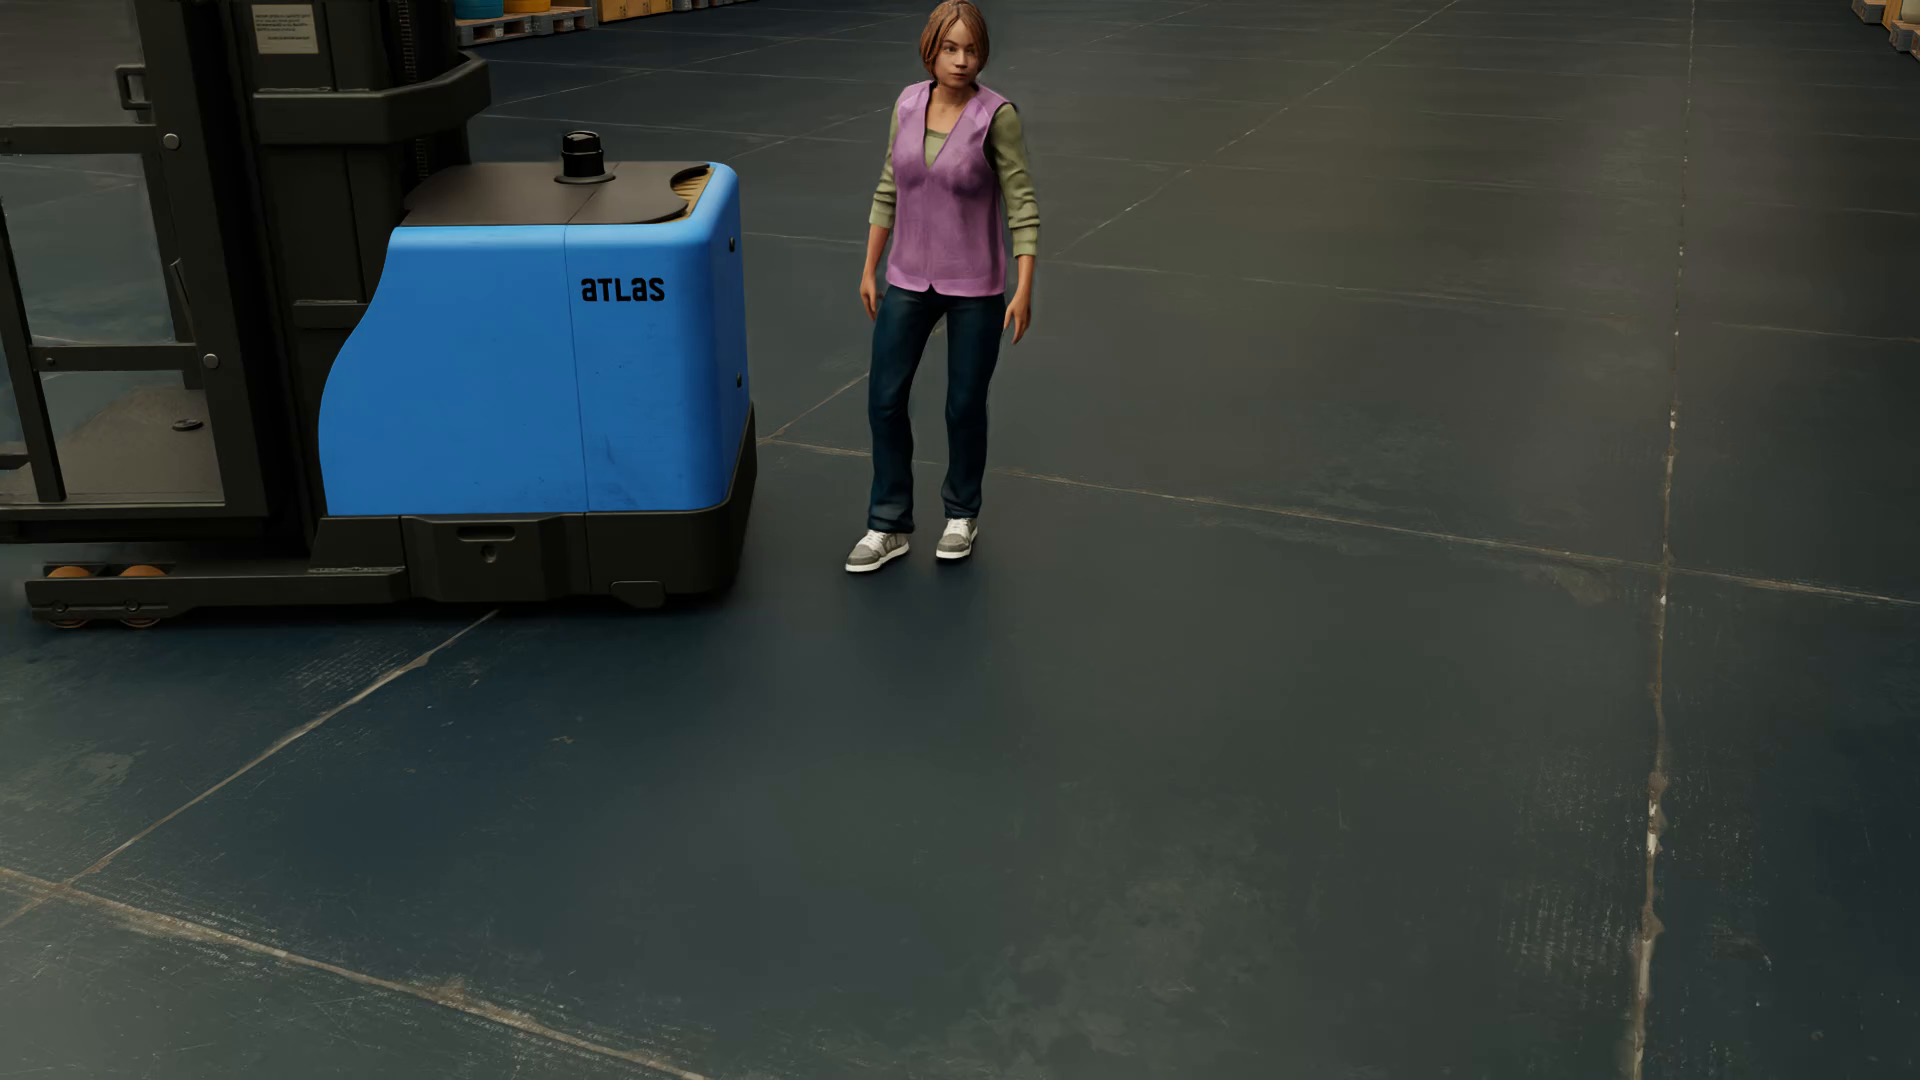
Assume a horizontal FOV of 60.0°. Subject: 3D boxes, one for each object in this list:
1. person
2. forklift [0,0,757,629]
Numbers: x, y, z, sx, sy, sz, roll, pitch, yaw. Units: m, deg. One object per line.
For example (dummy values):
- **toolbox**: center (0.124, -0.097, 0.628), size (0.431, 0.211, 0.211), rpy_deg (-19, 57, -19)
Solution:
- **person**: center (-0.052, -0.679, 4.662), size (0.542, 1.589, 0.476), rpy_deg (8, 24, 18)
- **forklift**: center (-2.160, -1.320, 4.450), size (3.031, 2.935, 1.130), rpy_deg (-1, 23, -2)
